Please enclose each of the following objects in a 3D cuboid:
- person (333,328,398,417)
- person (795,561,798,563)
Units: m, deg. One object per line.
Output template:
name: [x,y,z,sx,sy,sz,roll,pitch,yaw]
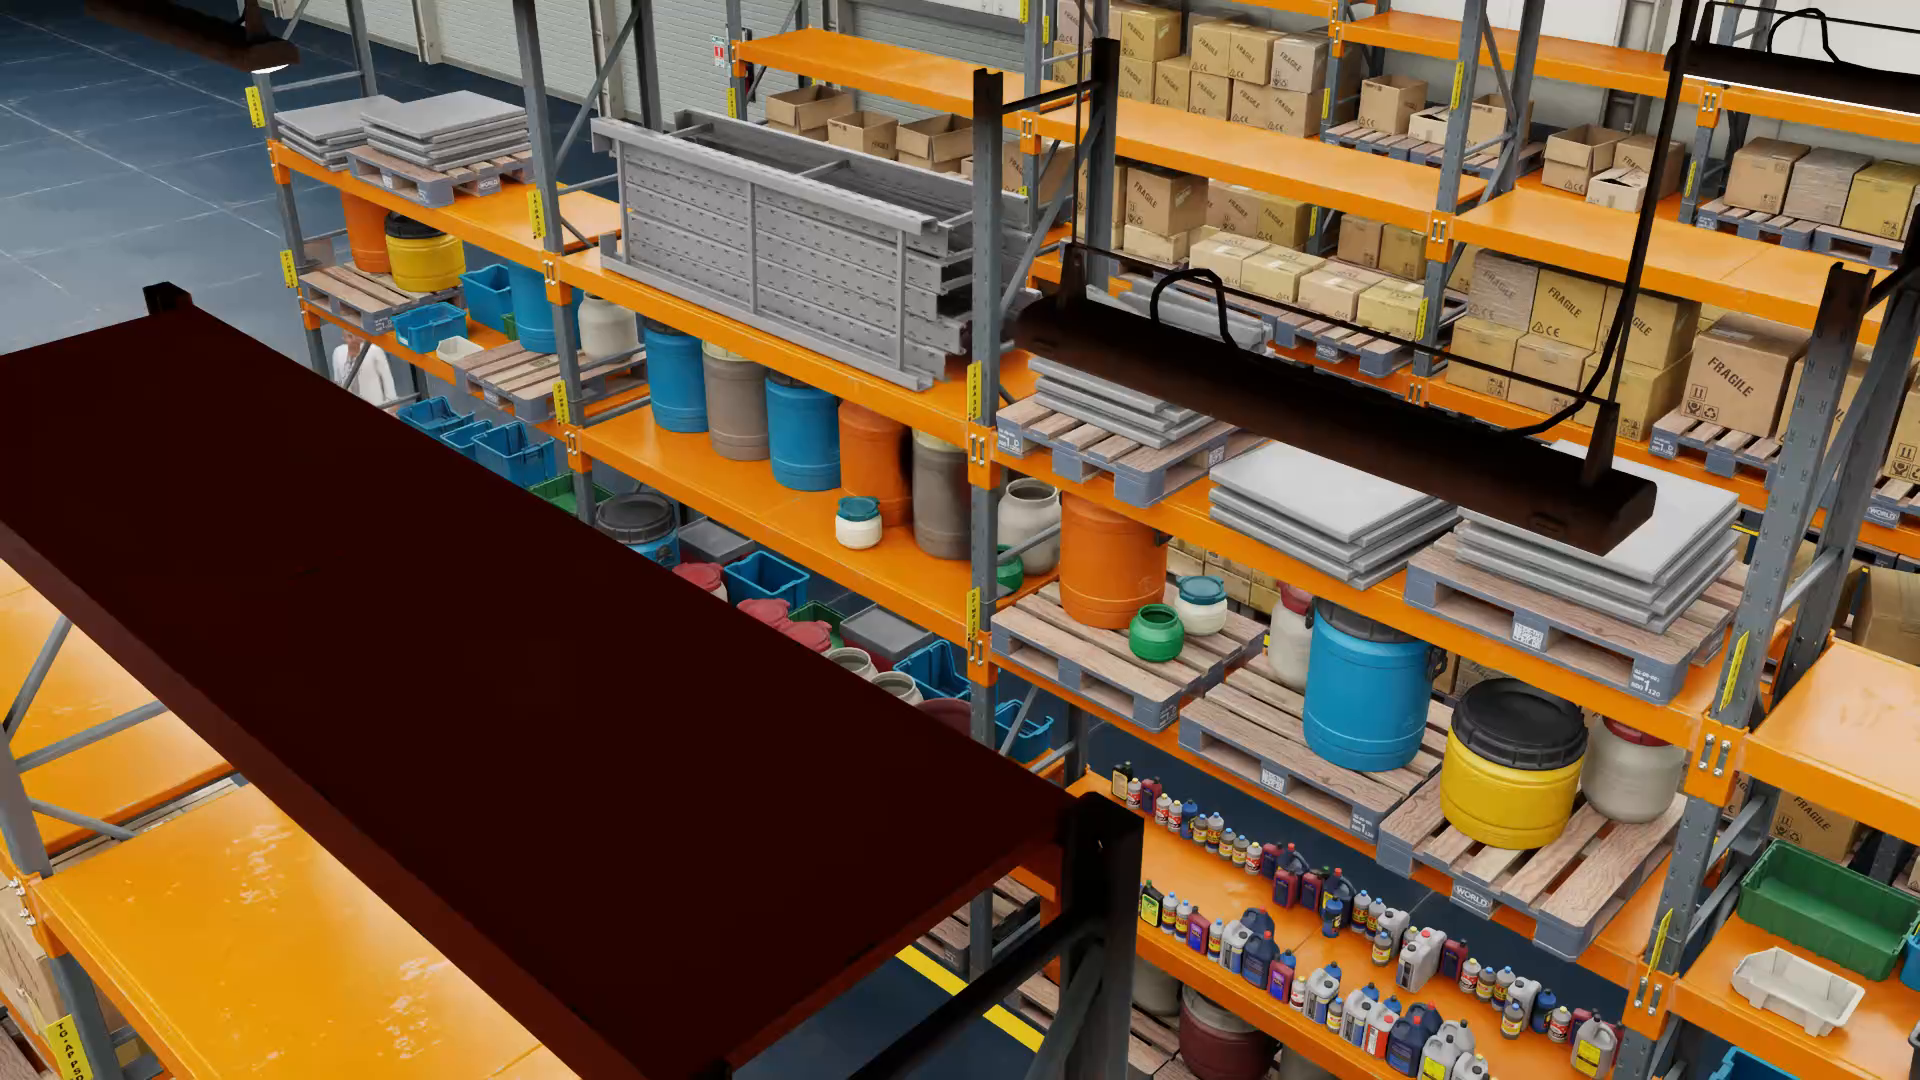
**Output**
person: [-6.048,-1.427,16.984,0.614,1.739,0.898,15,33,25]
person: [-1.330,-0.575,15.461,0.610,1.812,0.401,23,37,35]
